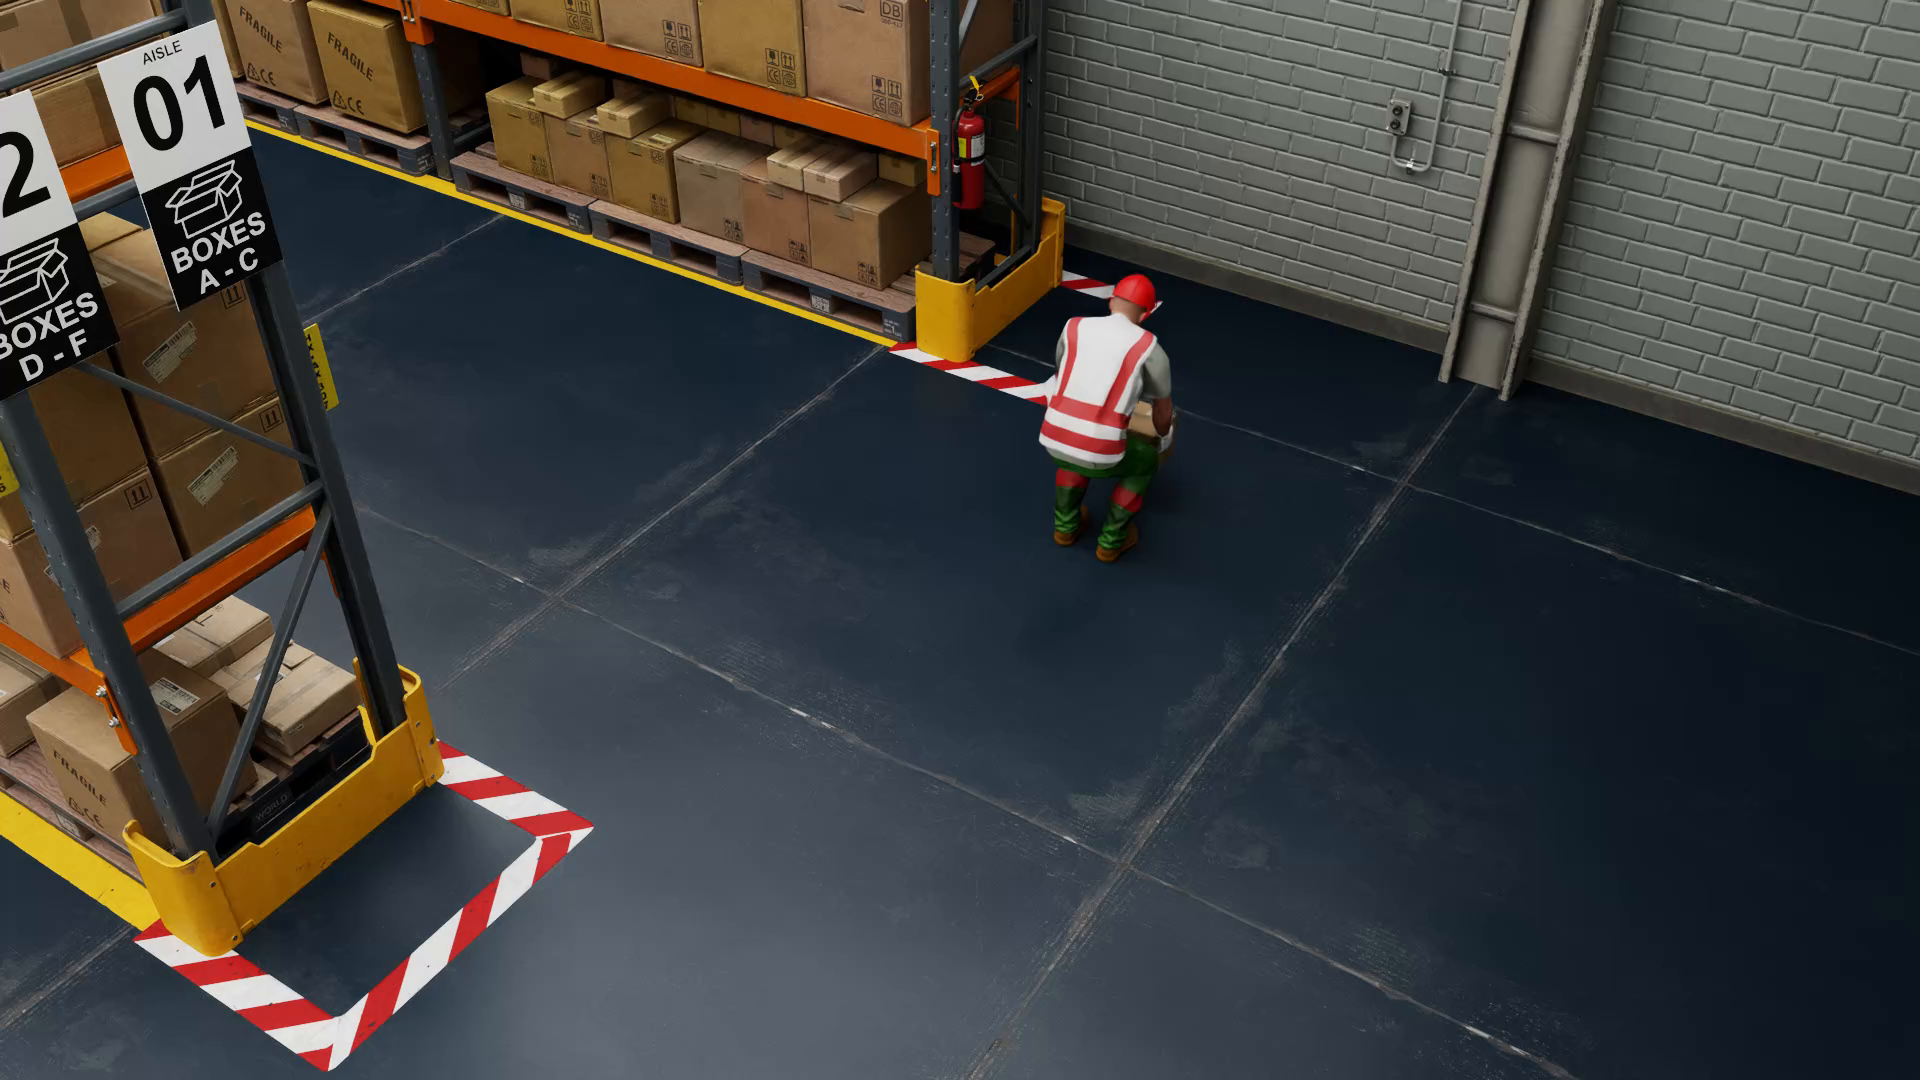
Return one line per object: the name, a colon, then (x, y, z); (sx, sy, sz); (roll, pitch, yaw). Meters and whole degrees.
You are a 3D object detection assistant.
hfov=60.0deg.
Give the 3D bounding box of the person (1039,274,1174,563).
person: (0.659, -0.559, 7.799); (0.585, 1.267, 0.825); (21, 43, 25)
